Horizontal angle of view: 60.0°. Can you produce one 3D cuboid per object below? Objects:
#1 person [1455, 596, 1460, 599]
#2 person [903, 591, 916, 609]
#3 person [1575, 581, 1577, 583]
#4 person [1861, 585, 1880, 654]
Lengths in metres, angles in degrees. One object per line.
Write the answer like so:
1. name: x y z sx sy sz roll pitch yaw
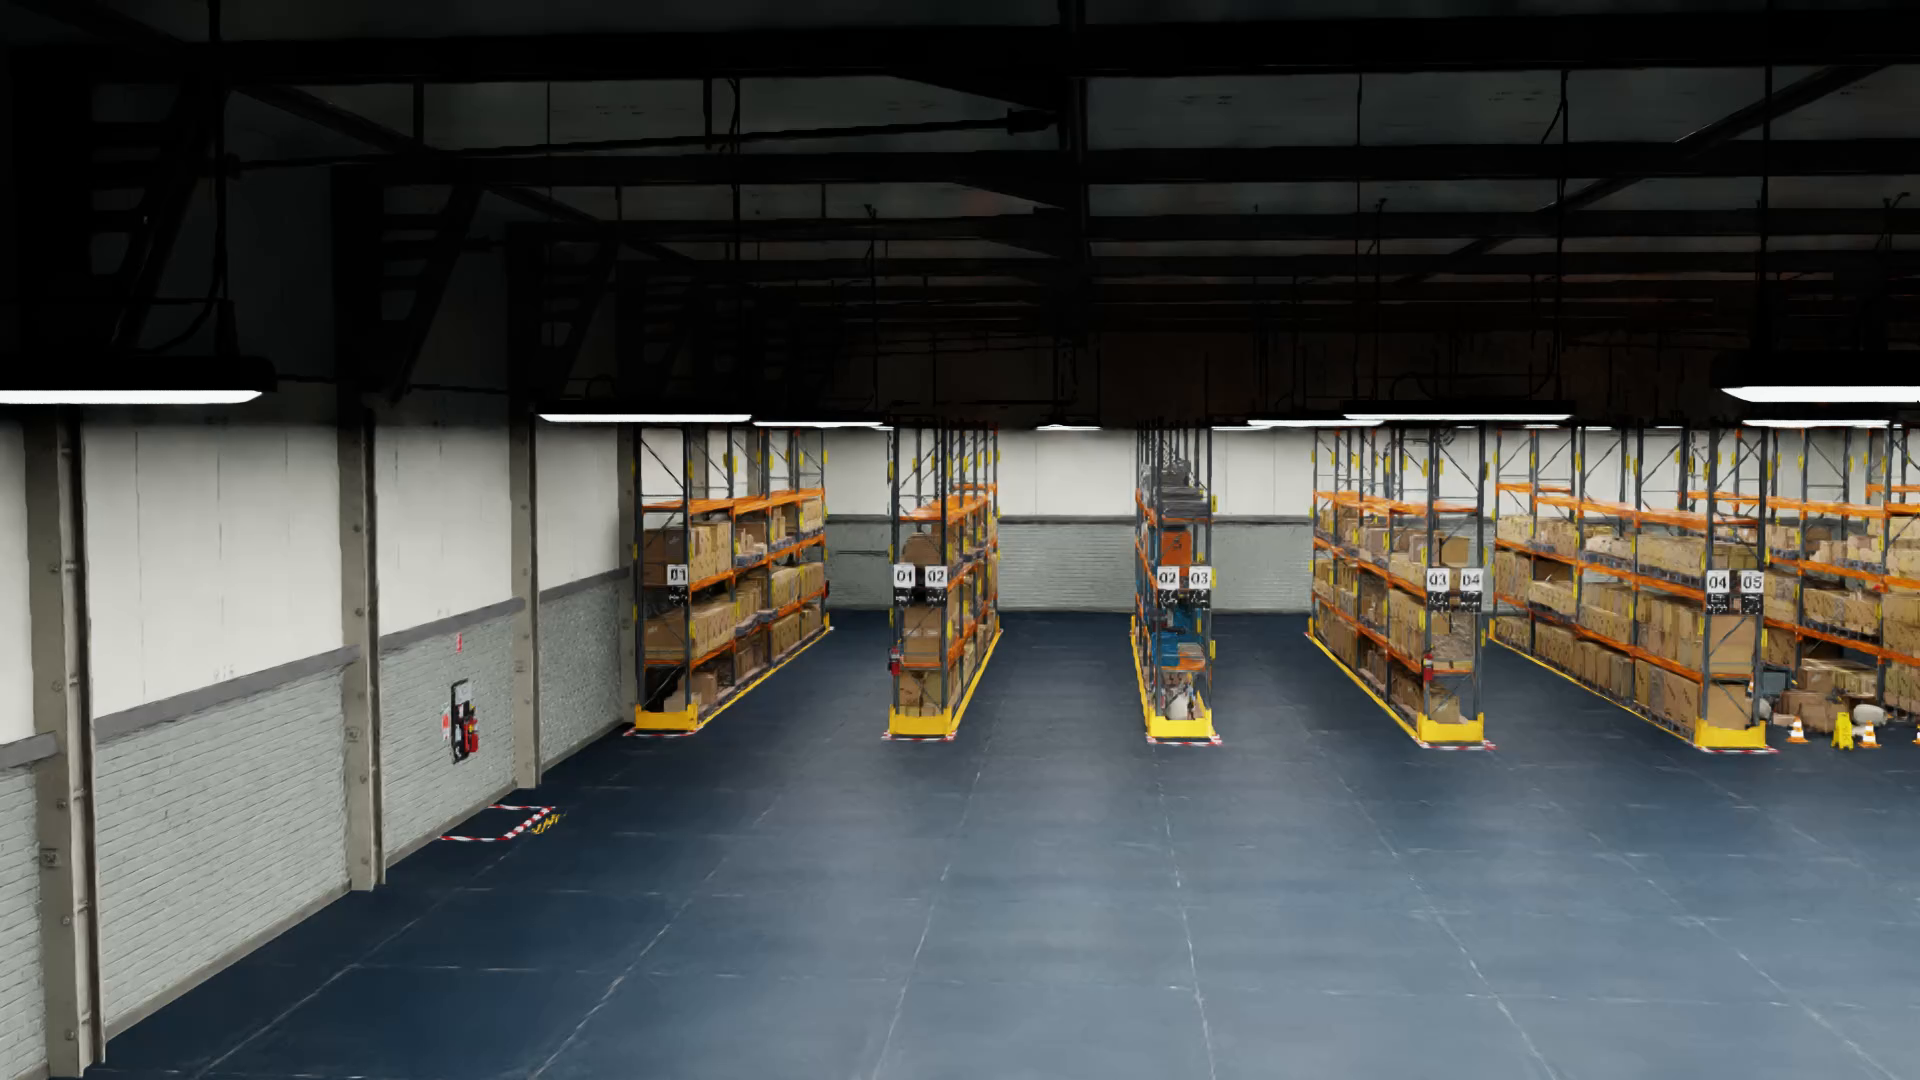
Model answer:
1. person: 13.551 1.900 45.557 0.542 1.665 1.126 0 4 7
2. person: -1.298 1.835 46.412 0.702 1.735 0.549 0 4 3
3. person: 16.903 1.890 45.660 0.443 1.677 0.545 -1 4 -16
4. person: 23.417 2.040 42.519 0.579 1.785 0.679 1 4 16
